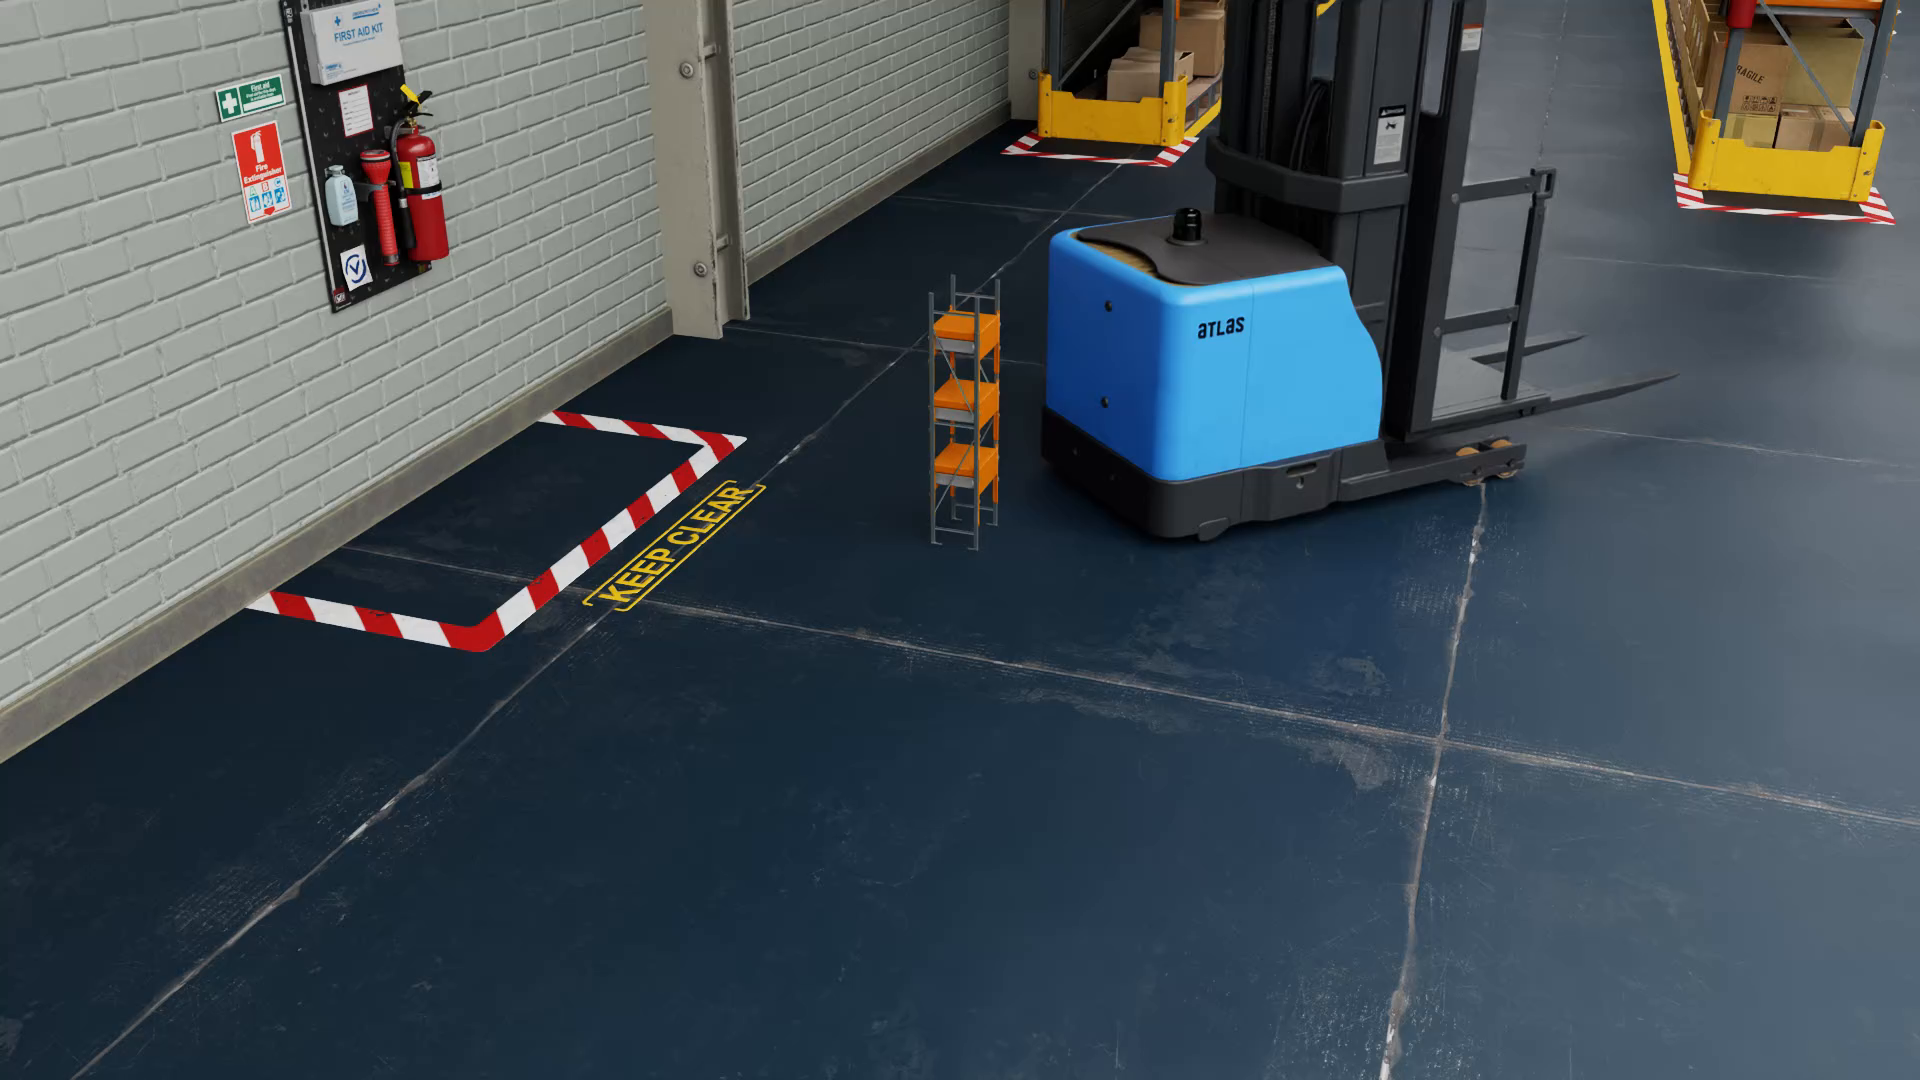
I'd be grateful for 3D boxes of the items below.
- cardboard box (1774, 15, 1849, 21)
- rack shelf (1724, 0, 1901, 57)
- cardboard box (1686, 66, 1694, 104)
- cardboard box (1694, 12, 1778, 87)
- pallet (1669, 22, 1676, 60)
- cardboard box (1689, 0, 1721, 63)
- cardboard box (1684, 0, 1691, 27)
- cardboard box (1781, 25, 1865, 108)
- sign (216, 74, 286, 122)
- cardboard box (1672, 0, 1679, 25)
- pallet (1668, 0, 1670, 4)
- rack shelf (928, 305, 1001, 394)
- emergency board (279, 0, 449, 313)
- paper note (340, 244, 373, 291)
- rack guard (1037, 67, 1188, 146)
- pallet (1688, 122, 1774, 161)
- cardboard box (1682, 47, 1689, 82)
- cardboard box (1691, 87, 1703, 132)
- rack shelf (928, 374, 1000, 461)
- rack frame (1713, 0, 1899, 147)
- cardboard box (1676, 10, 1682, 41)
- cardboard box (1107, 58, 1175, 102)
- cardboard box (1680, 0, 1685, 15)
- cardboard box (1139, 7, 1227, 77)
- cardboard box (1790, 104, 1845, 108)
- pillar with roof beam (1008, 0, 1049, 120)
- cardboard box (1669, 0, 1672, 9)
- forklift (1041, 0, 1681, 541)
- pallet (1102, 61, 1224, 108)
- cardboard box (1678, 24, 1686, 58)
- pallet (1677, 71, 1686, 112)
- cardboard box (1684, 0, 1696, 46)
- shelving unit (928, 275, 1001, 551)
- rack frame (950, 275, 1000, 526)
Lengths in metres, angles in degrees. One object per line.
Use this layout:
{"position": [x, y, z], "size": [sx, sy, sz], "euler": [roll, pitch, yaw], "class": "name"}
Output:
{"position": [6.756, -3.968, 13.316], "size": [0.500, 0.500, 0.500], "euler": [9, 27, 17], "class": "cardboard box"}
{"position": [6.532, -4.373, 13.165], "size": [1.077, 0.370, 4.000], "euler": [9, 27, 17], "class": "rack shelf"}
{"position": [6.254, -3.707, 13.638], "size": [0.500, 0.250, 0.500], "euler": [9, 27, 17], "class": "cardboard box"}
{"position": [6.083, -3.840, 13.052], "size": [0.500, 0.500, 0.500], "euler": [9, 27, 17], "class": "cardboard box"}
{"position": [7.810, -5.075, 16.989], "size": [1.003, 0.211, 1.213], "euler": [9, 27, 17], "class": "pallet"}
{"position": [6.415, -4.251, 13.901], "size": [0.500, 0.500, 0.500], "euler": [9, 27, 17], "class": "cardboard box"}
{"position": [7.062, -4.930, 15.520], "size": [0.500, 0.311, 0.500], "euler": [9, 27, 17], "class": "cardboard box"}
{"position": [6.419, -3.557, 12.468], "size": [0.500, 0.500, 0.500], "euler": [9, 27, 17], "class": "cardboard box"}
{"position": [-2.515, -1.572, 5.905], "size": [0.001, 0.109, 0.331], "euler": [9, 27, 17], "class": "sign"}
{"position": [7.744, -5.520, 17.382], "size": [0.500, 0.250, 0.500], "euler": [8, 27, 16], "class": "cardboard box"}
{"position": [9.220, -6.708, 20.362], "size": [1.003, 0.211, 1.213], "euler": [9, 27, 17], "class": "pallet"}
{"position": [0.018, -0.740, 6.448], "size": [0.215, 0.259, 0.240], "euler": [9, 27, 17], "class": "rack shelf"}
{"position": [-2.244, -1.529, 6.466], "size": [0.194, 1.169, 0.643], "euler": [9, 27, 17], "class": "emergency board"}
{"position": [-2.368, -1.070, 6.528], "size": [0.016, 0.148, 0.142], "euler": [9, 27, 17], "class": "paper note"}
{"position": [1.219, -3.498, 13.400], "size": [1.175, 0.500, 0.348], "euler": [9, 27, 17], "class": "rack guard"}
{"position": [6.081, -2.940, 12.580], "size": [1.003, 0.211, 1.213], "euler": [9, 27, 17], "class": "pallet"}
{"position": [6.586, -4.118, 14.487], "size": [0.500, 0.250, 0.500], "euler": [9, 27, 17], "class": "cardboard box"}
{"position": [5.921, -3.296, 12.790], "size": [0.500, 0.250, 0.500], "euler": [9, 27, 17], "class": "cardboard box"}
{"position": [0.018, -0.485, 6.571], "size": [0.215, 0.259, 0.240], "euler": [9, 27, 17], "class": "rack shelf"}
{"position": [5.866, -3.875, 11.310], "size": [1.000, 3.000, 0.127], "euler": [9, 27, 17], "class": "rack frame"}
{"position": [7.402, -5.100, 16.515], "size": [0.500, 0.250, 0.500], "euler": [9, 27, 19], "class": "cardboard box"}
{"position": [1.509, -3.851, 13.841], "size": [0.500, 0.311, 0.500], "euler": [6, 26, 12], "class": "cardboard box"}
{"position": [7.397, -5.350, 16.387], "size": [0.500, 0.311, 0.500], "euler": [9, 27, 17], "class": "cardboard box"}
{"position": [1.990, -4.464, 14.892], "size": [0.700, 0.500, 0.500], "euler": [7, 27, 14], "class": "cardboard box"}
{"position": [6.418, -3.220, 12.632], "size": [0.500, 0.250, 0.500], "euler": [9, 27, 17], "class": "cardboard box"}
{"position": [4.671, -7.080, 11.047], "size": [9.100, 9.000, 0.400], "euler": [9, 27, 17], "class": "pillar with roof beam"}
{"position": [8.077, -5.941, 18.252], "size": [0.500, 0.250, 0.500], "euler": [9, 27, 17], "class": "cardboard box"}
{"position": [1.912, -1.745, 6.992], "size": [3.031, 2.935, 1.130], "euler": [-12, 28, -24], "class": "forklift"}
{"position": [1.930, -4.196, 15.174], "size": [1.003, 0.211, 1.213], "euler": [9, 27, 17], "class": "pallet"}
{"position": [7.062, -4.682, 15.652], "size": [0.500, 0.250, 0.500], "euler": [8, 27, 17], "class": "cardboard box"}
{"position": [6.893, -3.943, 14.651], "size": [1.003, 0.211, 1.213], "euler": [9, 27, 17], "class": "pallet"}
{"position": [6.748, -4.662, 14.750], "size": [0.500, 0.500, 0.500], "euler": [9, 27, 17], "class": "cardboard box"}
{"position": [0.018, -0.495, 6.567], "size": [0.215, 1.050, 0.252], "euler": [9, 27, 17], "class": "shelving unit"}
{"position": [0.058, -0.545, 6.670], "size": [0.200, 1.050, 0.008], "euler": [9, 27, 17], "class": "rack frame"}
